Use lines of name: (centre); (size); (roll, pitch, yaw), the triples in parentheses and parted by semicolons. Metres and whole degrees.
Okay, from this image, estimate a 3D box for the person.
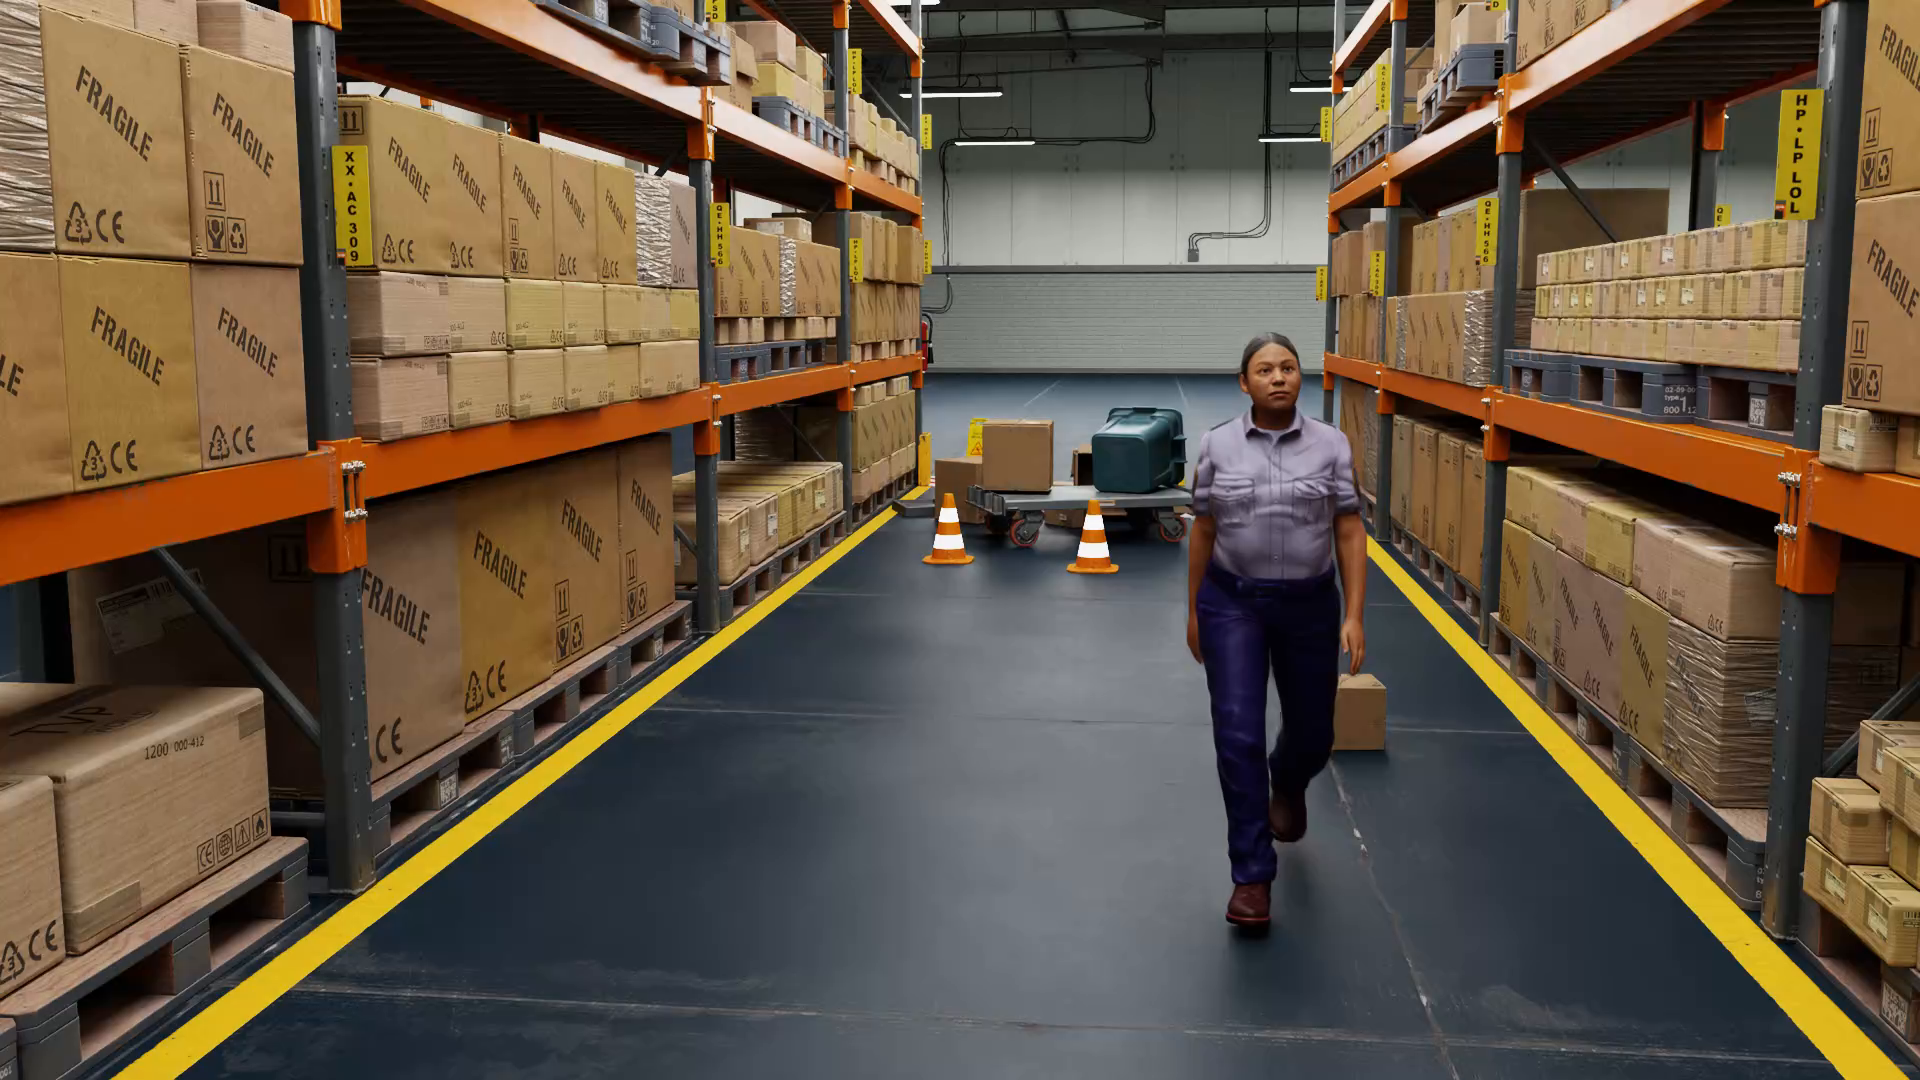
person: (0.906, 0.207, 4.790); (0.496, 1.602, 0.886); (1, 8, 7)
